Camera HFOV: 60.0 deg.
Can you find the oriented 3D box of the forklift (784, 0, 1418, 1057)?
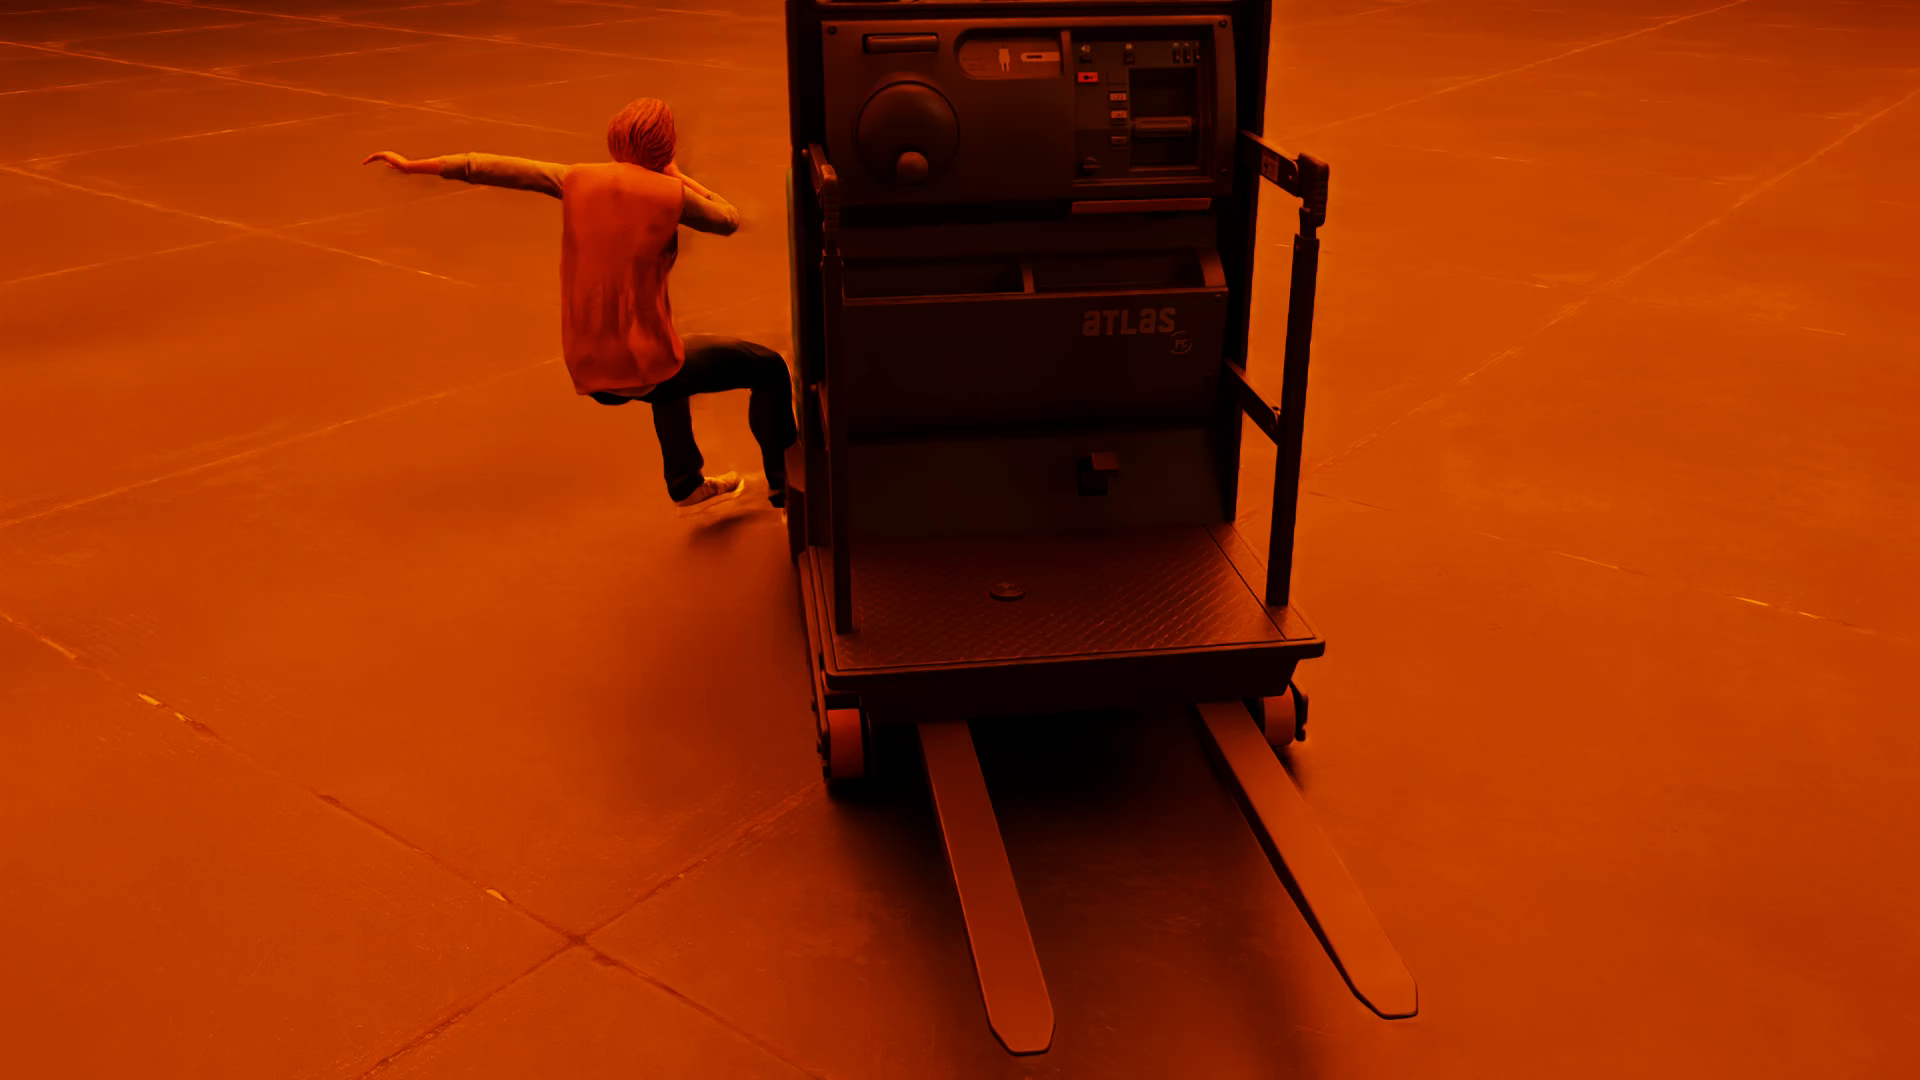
[{"bbox_3d":[0.193,-0.951,3.523,1.130,2.935,3.031,-3,24,-8],"label":"forklift"}]

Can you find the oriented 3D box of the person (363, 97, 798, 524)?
[{"bbox_3d":[-0.996,-0.636,4.849,1.310,1.252,0.657,5,24,12],"label":"person"}]
